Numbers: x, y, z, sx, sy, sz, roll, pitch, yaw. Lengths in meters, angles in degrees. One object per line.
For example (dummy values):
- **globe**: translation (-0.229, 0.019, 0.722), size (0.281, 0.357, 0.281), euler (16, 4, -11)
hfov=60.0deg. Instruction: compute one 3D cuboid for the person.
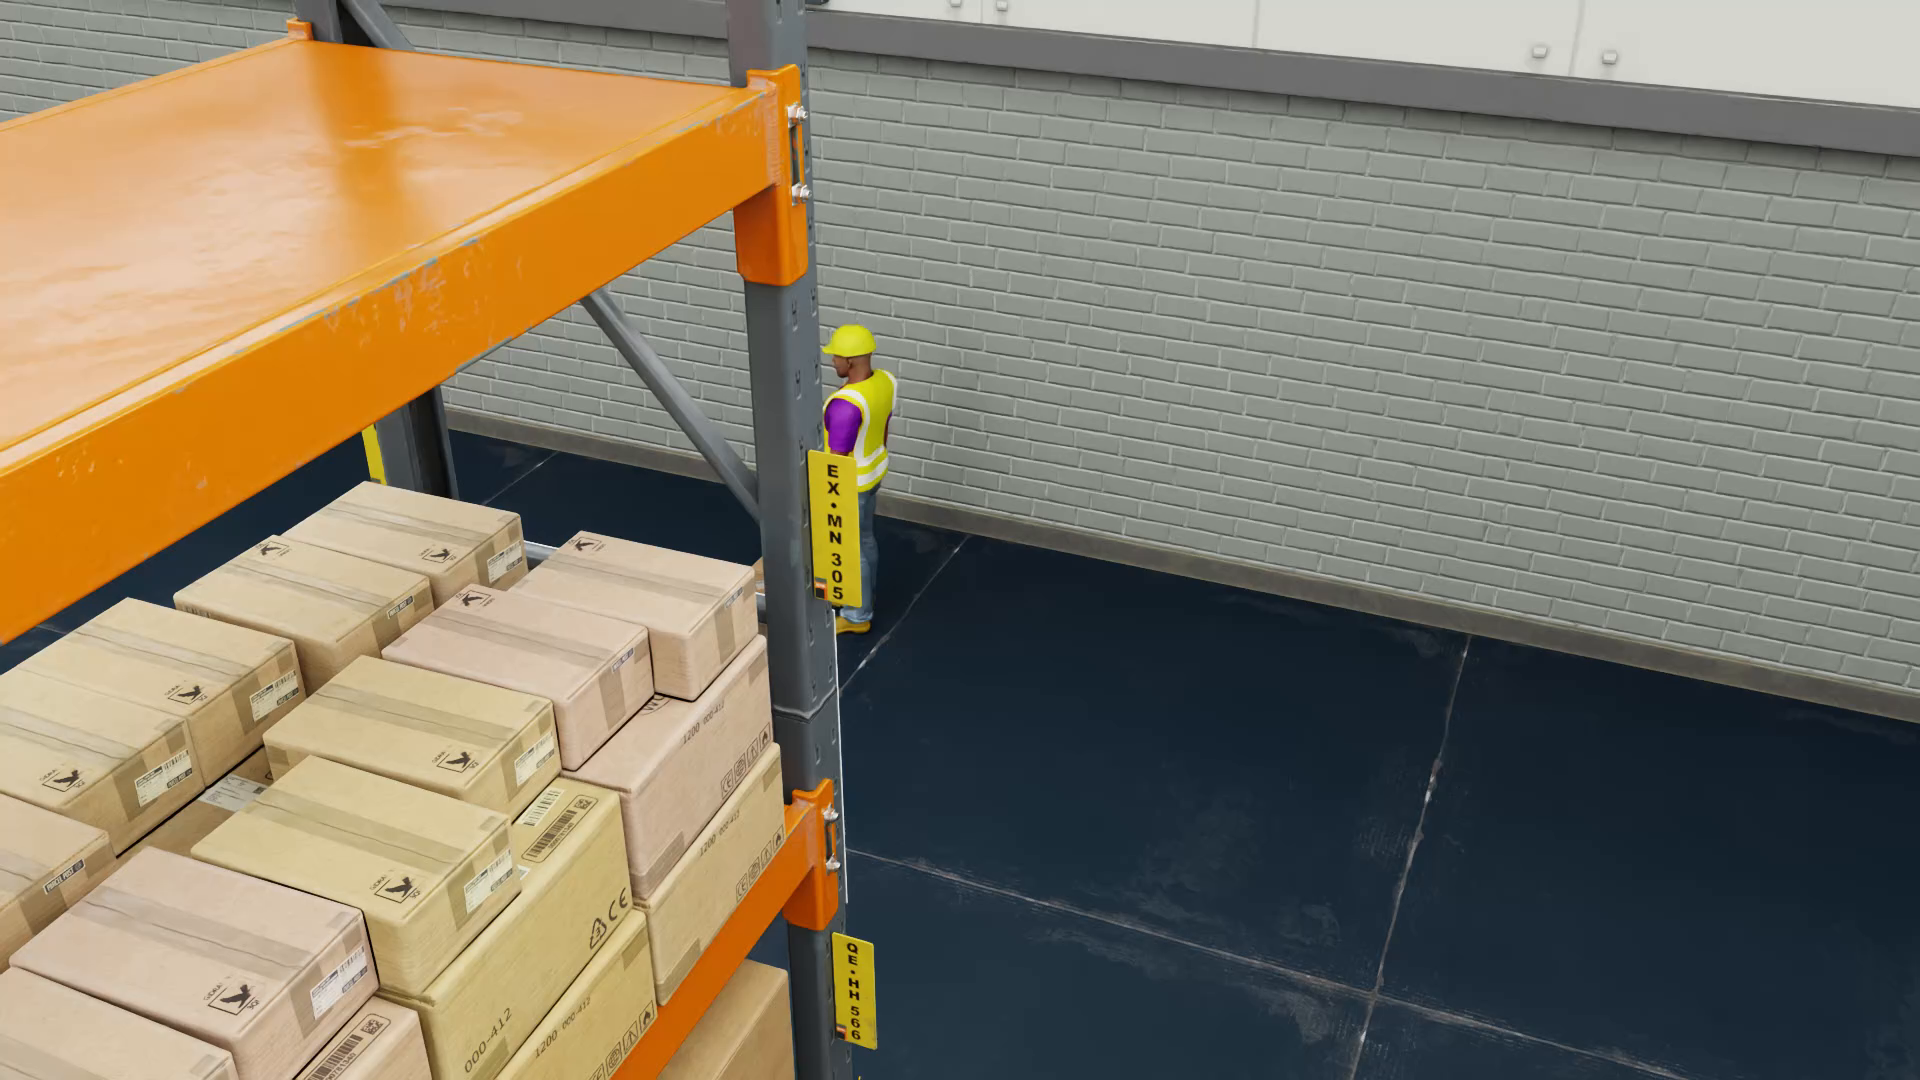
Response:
- **person**: translation (-0.611, -0.330, 8.961), size (0.462, 1.782, 0.587), euler (12, 32, 20)
